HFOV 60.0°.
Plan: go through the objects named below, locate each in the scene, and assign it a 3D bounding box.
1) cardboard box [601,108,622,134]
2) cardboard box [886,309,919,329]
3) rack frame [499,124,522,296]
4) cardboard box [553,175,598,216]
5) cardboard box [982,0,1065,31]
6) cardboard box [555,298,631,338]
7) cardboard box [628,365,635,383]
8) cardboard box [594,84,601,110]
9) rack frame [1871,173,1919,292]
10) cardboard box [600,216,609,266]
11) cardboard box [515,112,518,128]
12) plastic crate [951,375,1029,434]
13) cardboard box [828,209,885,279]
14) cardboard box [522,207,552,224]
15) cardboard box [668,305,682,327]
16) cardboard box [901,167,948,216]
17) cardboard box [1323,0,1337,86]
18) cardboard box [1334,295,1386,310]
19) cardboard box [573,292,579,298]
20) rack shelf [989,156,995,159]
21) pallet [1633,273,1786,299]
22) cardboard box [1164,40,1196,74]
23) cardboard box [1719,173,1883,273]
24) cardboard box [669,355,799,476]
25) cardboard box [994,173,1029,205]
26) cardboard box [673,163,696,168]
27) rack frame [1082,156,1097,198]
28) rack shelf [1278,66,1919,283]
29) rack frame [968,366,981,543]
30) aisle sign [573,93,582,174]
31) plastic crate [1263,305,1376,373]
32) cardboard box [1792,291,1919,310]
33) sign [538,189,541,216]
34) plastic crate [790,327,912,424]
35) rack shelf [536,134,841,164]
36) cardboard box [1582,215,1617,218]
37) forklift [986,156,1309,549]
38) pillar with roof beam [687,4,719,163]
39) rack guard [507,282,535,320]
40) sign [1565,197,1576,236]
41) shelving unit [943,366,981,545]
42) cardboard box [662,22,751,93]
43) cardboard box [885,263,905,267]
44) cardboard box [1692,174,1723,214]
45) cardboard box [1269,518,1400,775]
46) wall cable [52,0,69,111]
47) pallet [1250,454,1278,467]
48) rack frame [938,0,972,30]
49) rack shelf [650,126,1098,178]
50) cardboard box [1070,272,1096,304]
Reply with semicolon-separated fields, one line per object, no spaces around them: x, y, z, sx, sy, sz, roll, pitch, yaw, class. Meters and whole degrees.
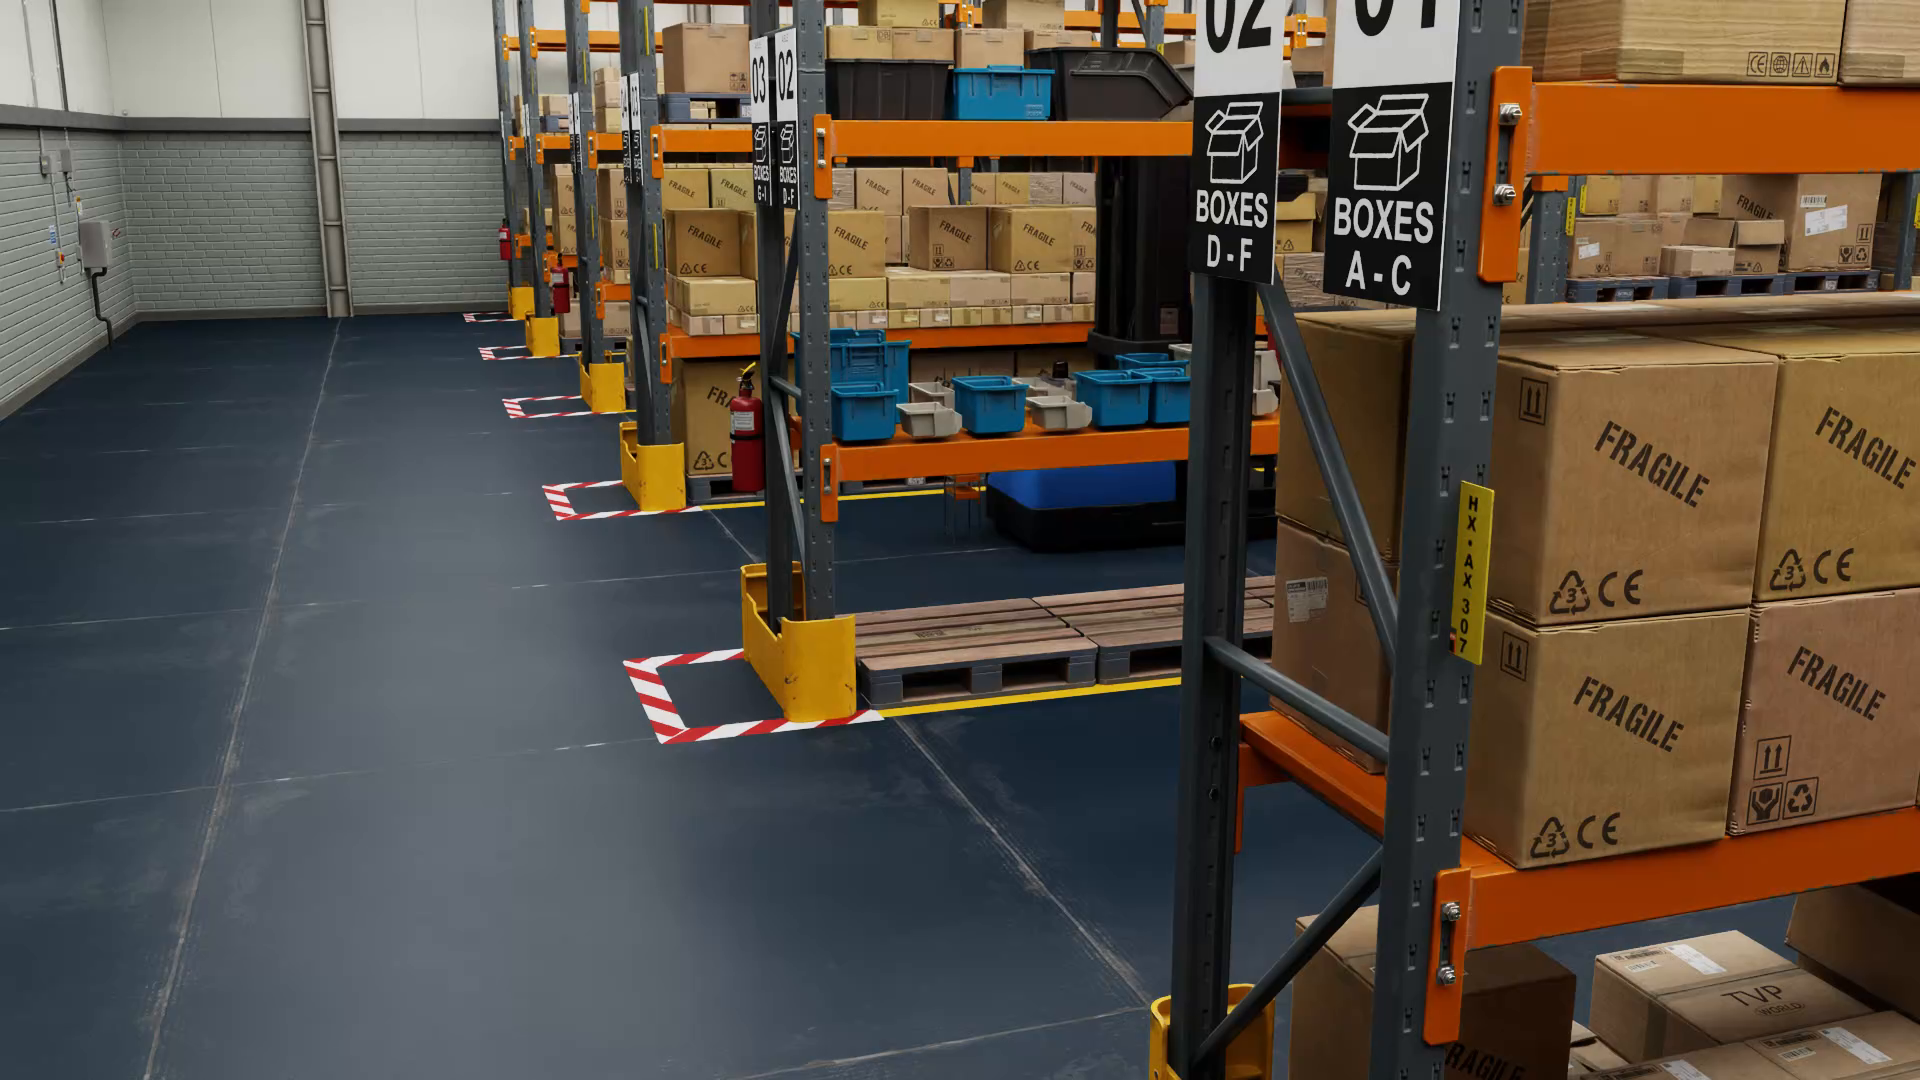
-3.376;-4.270;16.953;0.500;0.250;0.500;-4;14;-16;cardboard box
-0.498;-1.756;13.087;0.250;0.149;0.380;-5;14;-19;cardboard box
-7.144;-5.073;26.487;0.127;3.000;1.000;-4;14;-18;rack frame
-5.012;-4.492;21.671;0.500;0.500;0.500;-5;14;-19;cardboard box
0.501;-4.164;13.224;0.500;0.250;0.500;-5;14;-22;cardboard box
-4.964;-3.013;22.456;0.875;0.438;0.875;-5;14;-20;cardboard box
-3.451;-1.808;18.016;0.250;0.149;0.380;-4;14;-17;cardboard box
-3.528;-4.626;17.369;0.500;0.250;0.500;-5;14;-20;cardboard box
8.976;-2.697;16.497;0.127;3.000;1.000;-4;14;-18;rack frame
-3.539;-3.189;17.709;0.500;0.500;0.500;-4;14;-17;cardboard box
-6.810;-6.696;26.512;0.500;0.250;0.500;-5;14;-19;cardboard box
0.145;-0.667;8.197;0.300;0.233;0.416;-4;14;-18;plastic crate
-0.893;-2.300;12.892;0.500;0.500;0.500;-5;14;-20;cardboard box
-6.793;-5.237;26.858;0.500;0.250;0.500;-4;14;-16;cardboard box
-2.165;-1.787;13.217;0.250;0.149;0.380;-4;14;-17;cardboard box
-0.451;-3.787;18.063;0.500;0.500;0.500;-5;14;-20;cardboard box
1.162;-1.120;3.711;0.500;0.250;0.500;-4;14;-18;cardboard box
3.348;-2.247;14.393;0.500;0.500;0.500;-4;14;-17;cardboard box
-6.119;-3.937;26.967;0.250;0.149;0.380;-5;14;-20;cardboard box
-1.458;-6.625;28.085;4.000;0.370;1.077;-4;14;-18;rack shelf
7.048;-2.463;15.930;1.213;0.211;1.003;-4;14;-18;pallet
1.940;-3.863;13.797;0.500;0.500;0.700;-4;14;-17;cardboard box
8.178;-3.165;16.262;1.000;1.000;1.000;-4;14;-18;cardboard box
-1.816;-1.046;13.244;0.875;0.875;0.875;-4;14;-18;cardboard box
0.661;-4.940;23.550;0.500;0.500;0.500;-4;14;-18;cardboard box
-3.650;-4.906;22.006;0.250;0.149;0.380;-5;14;-19;cardboard box
2.024;-4.575;24.394;0.127;3.000;1.000;-4;14;-18;rack frame
2.654;-0.895;3.995;4.000;0.370;1.077;-4;14;-18;rack shelf
0.100;-0.592;11.537;0.006;1.200;0.240;-4;14;-18;rack frame
-3.857;-4.100;16.779;0.004;0.787;0.394;-4;14;-18;aisle sign
2.047;-1.069;9.388;0.583;0.464;0.402;-4;14;-18;plastic crate
2.548;-0.381;4.385;0.500;0.500;0.500;-4;14;-16;cardboard box
-5.387;-4.322;21.289;0.005;0.325;0.100;-4;14;-18;sign
-0.560;-0.837;8.472;0.499;0.435;0.616;-4;14;-18;plastic crate
-3.662;-5.241;22.268;4.000;0.370;1.077;-4;14;-18;rack shelf
7.836;-3.895;21.210;0.550;0.550;0.875;-4;14;-18;cardboard box
1.763;-1.540;11.782;3.031;2.935;1.130;-4;14;-17;forklift
-2.928;-7.489;23.680;0.400;9.000;9.100;-4;14;-18;pillar with roof beam
-7.072;-3.862;26.800;0.348;0.500;1.175;-4;14;-18;rack guard
5.365;-2.843;14.612;0.005;0.325;0.100;-4;14;-18;sign
0.014;-0.585;11.508;0.189;1.200;0.258;-4;14;-18;shelving unit
-1.921;-3.622;12.566;0.500;0.500;0.700;-5;14;-21;cardboard box
-0.770;-2.957;18.136;0.250;0.149;0.380;-4;14;-16;cardboard box
9.390;-4.527;21.533;0.500;0.550;0.875;-4;14;-18;cardboard box
1.096;0.221;4.017;0.500;0.500;0.500;-4;14;-16;cardboard box
-11.949;-7.219;22.463;0.133;3.039;2.988;-4;14;-18;wall cable
2.101;-0.823;14.647;1.213;0.211;1.003;-4;14;-18;pallet
-0.092;-6.120;17.926;0.127;3.000;1.000;-4;14;-18;rack frame
-0.502;-3.068;13.131;4.000;0.370;1.077;-4;14;-18;rack shelf
1.059;-2.088;13.619;0.500;0.250;0.500;-5;14;-19;cardboard box
